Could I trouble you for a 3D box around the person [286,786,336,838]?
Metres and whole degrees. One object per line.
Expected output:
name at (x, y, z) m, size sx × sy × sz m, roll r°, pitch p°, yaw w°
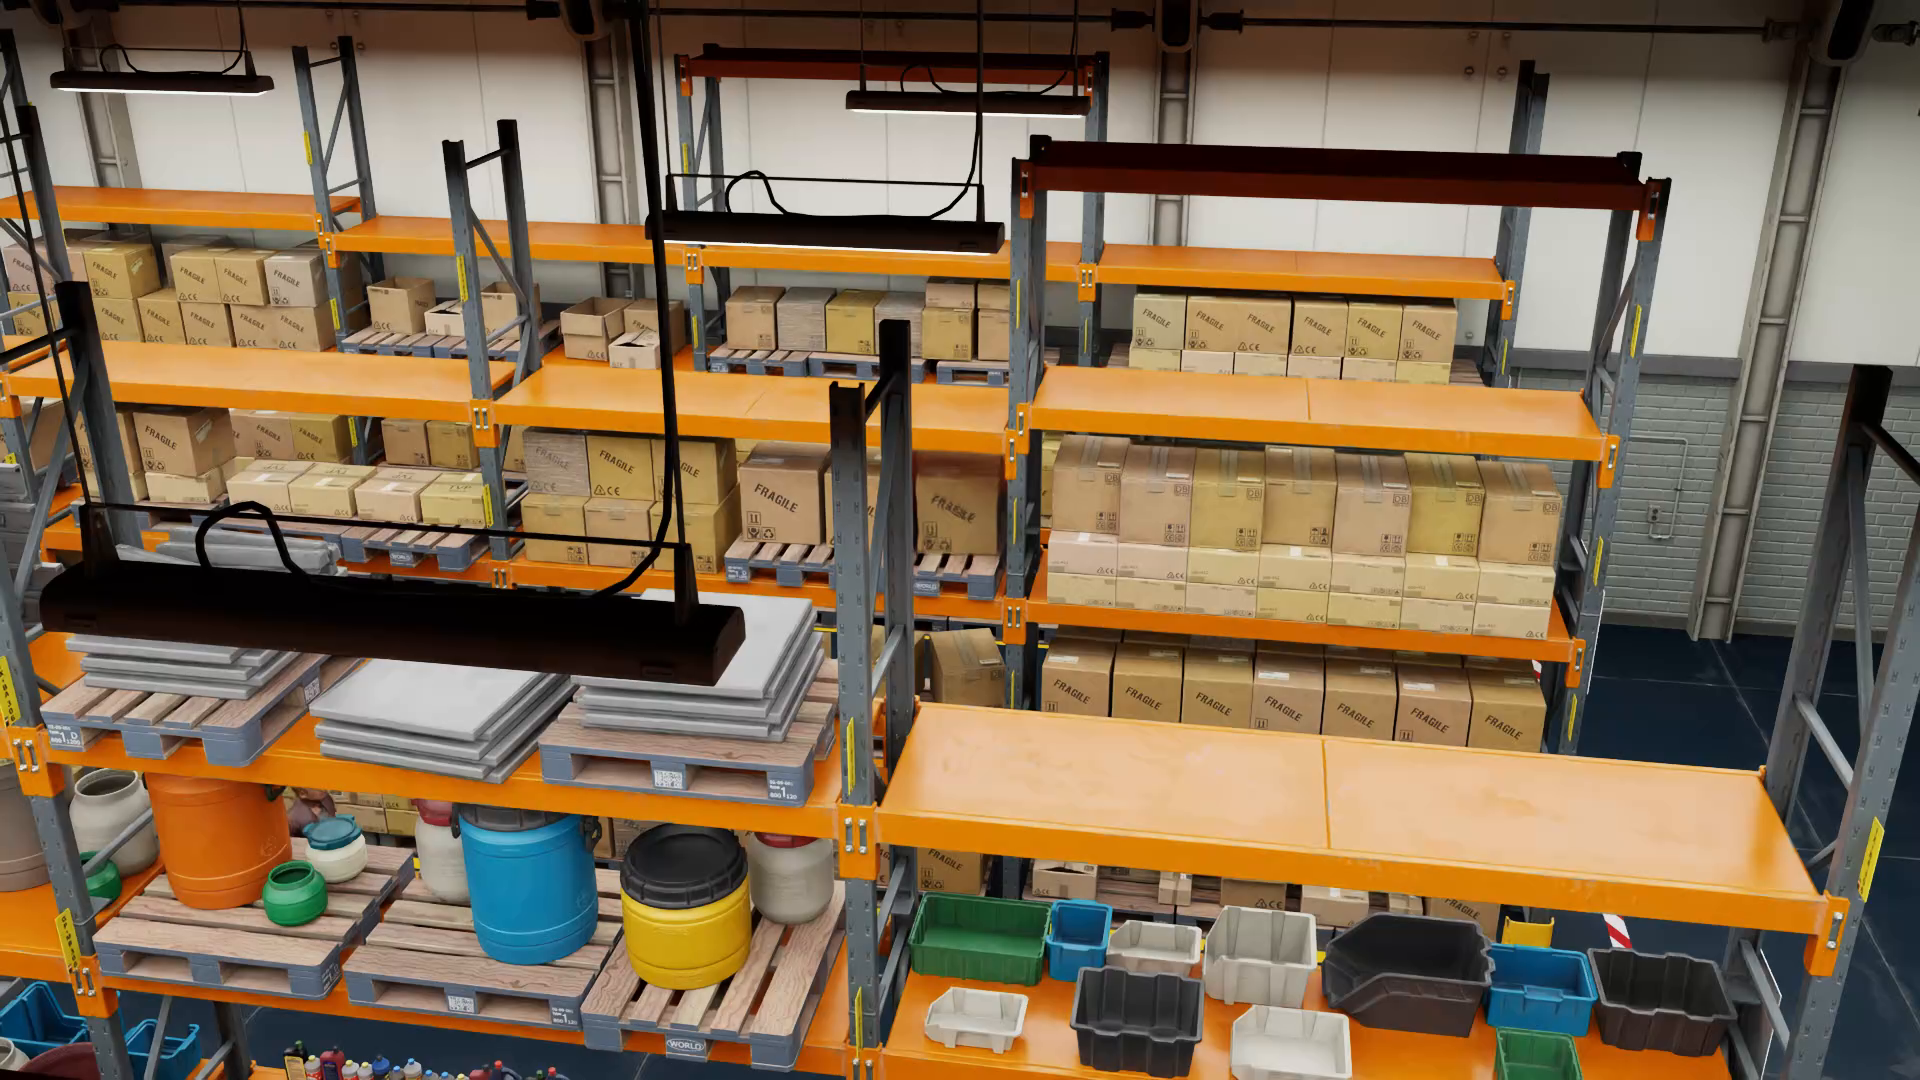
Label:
person at (-4.772, 2.484, 12.288) m, size 0.741 × 1.814 × 0.578 m, roll 5°, pitch 24°, yaw 12°
